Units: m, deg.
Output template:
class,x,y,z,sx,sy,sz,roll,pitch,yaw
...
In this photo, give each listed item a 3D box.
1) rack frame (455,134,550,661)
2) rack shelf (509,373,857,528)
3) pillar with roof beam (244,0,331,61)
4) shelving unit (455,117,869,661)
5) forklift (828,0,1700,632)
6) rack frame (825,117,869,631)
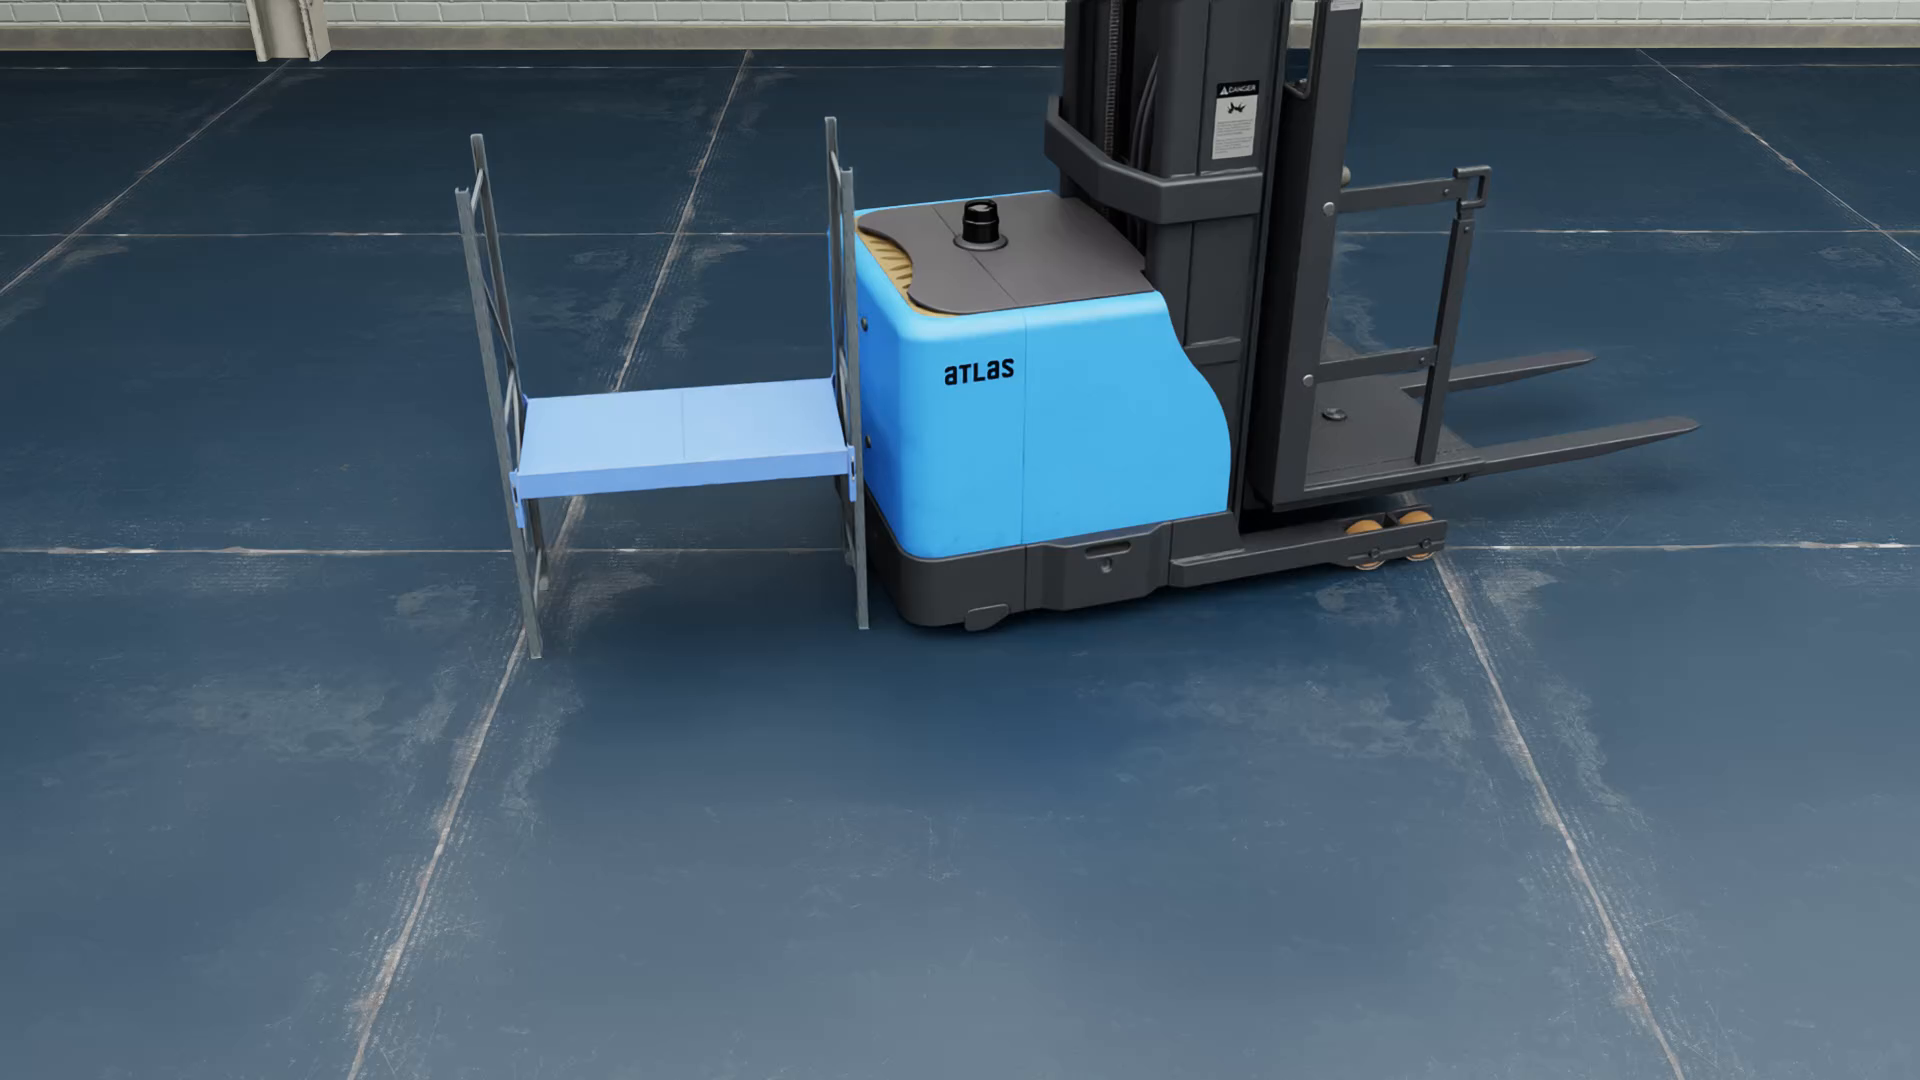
class,x,y,z,sx,sy,sz,roll,pitch,yaw
rack frame,-1.349,-0.398,4.960,0.032,1.500,0.500,-5,32,-8
rack shelf,-0.847,-0.287,5.123,1.000,0.185,0.538,-5,32,-8
pillar with roof beam,-4.400,-4.845,5.060,0.400,9.000,9.100,0,31,0
shelving unit,-0.847,-0.440,5.030,1.048,1.500,0.538,-5,32,-8
forklift,1.128,-1.403,5.237,3.031,2.935,1.130,-9,32,-15
rack frame,-0.345,-0.482,5.099,0.032,1.500,0.500,-5,32,-8
